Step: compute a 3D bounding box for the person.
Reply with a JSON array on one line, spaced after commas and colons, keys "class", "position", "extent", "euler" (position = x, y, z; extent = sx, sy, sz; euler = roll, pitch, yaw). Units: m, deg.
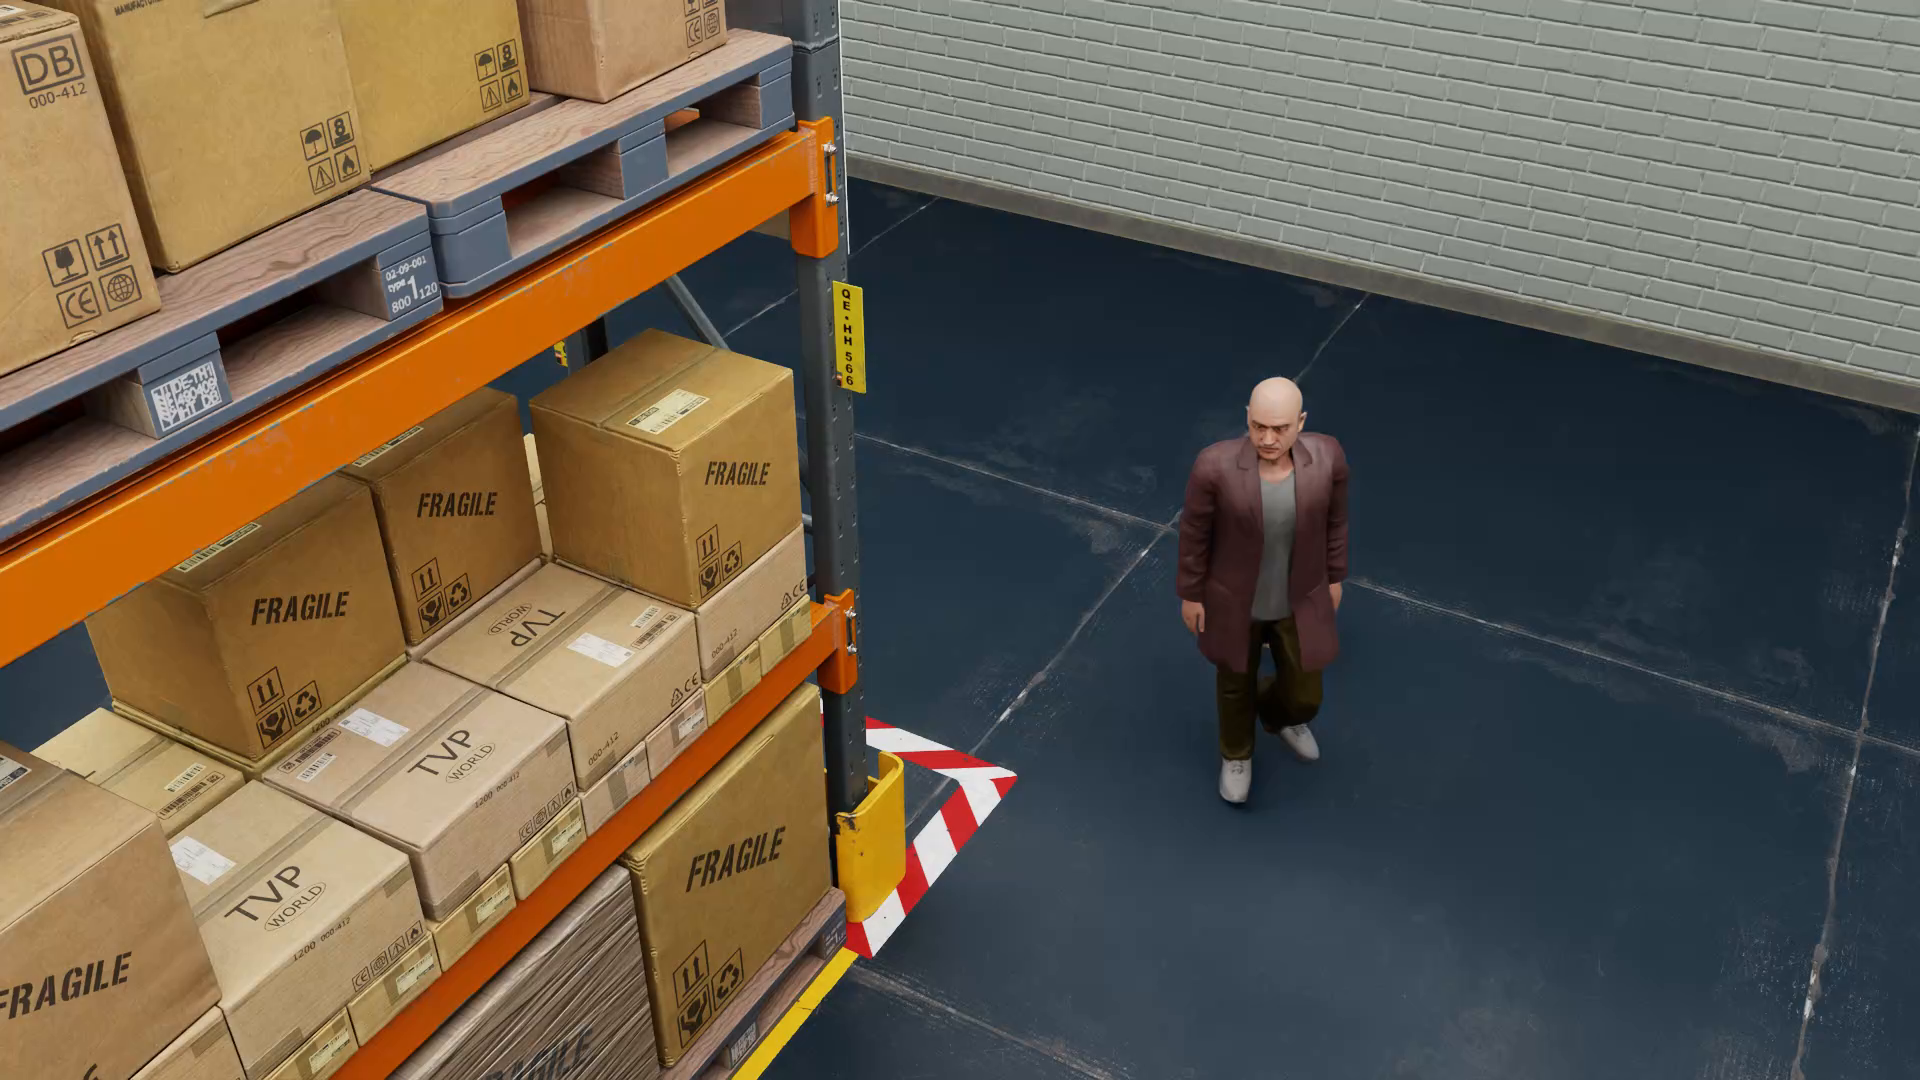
[{"class": "person", "position": [1.061, 0.173, 5.871], "extent": [0.619, 1.769, 0.552], "euler": [2, 34, 2]}]
